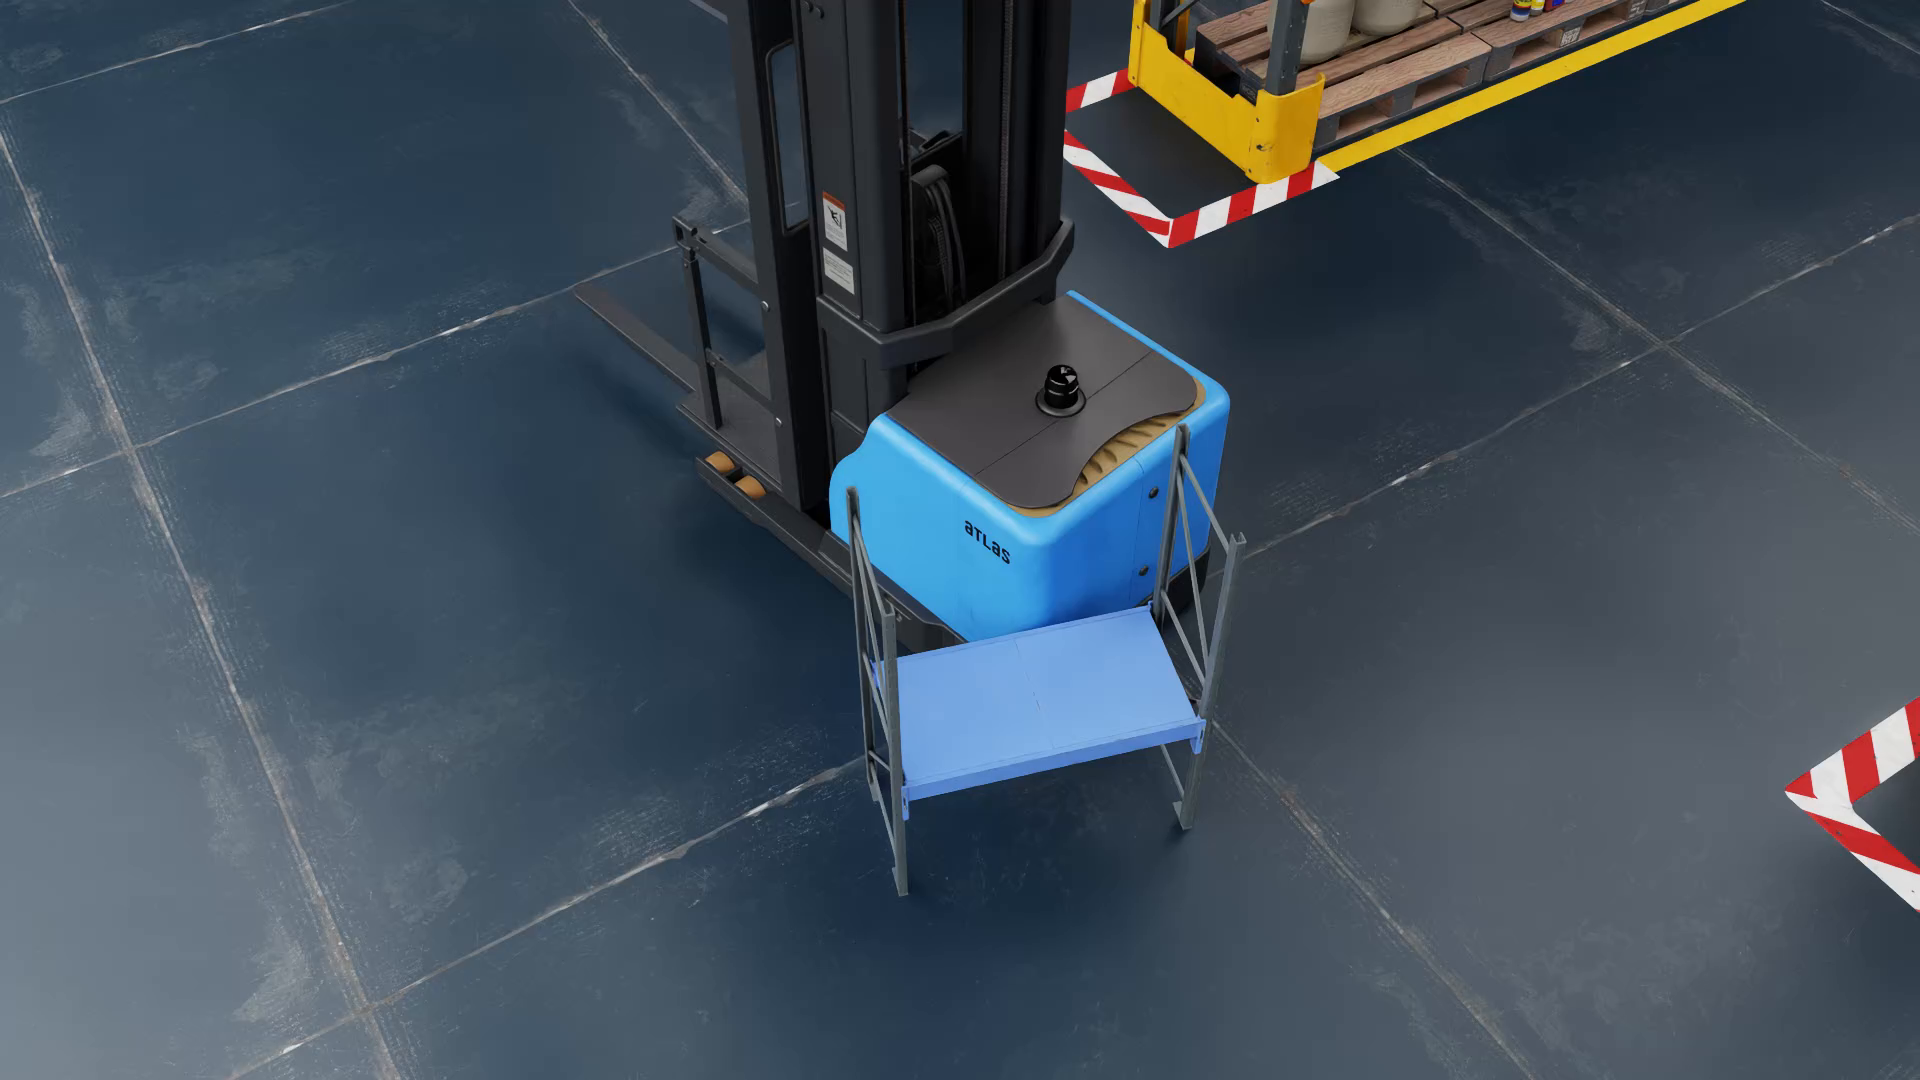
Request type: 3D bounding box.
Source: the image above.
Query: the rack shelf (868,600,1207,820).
[{"bbox_3d":[0.237,0.546,5.446,1.000,0.185,0.538,-11,49,-10],"label":"rack shelf"}]

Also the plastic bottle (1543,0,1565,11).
[{"bbox_3d":[3.191,-2.973,8.858,0.133,0.283,0.061,-24,53,-20],"label":"plastic bottle"}]

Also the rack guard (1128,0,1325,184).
[{"bbox_3d":[1.329,-2.354,8.457,0.348,0.500,1.175,-25,53,-21],"label":"rack guard"}]

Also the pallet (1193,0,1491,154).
[{"bbox_3d":[2.019,-2.578,8.850,1.213,0.211,1.003,-25,53,-21],"label":"pallet"}]

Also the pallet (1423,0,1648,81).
[{"bbox_3d":[3.050,-3.061,9.280,1.213,0.211,1.003,-25,53,-21],"label":"pallet"}]

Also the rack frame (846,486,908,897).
[{"bbox_3d":[-0.254,0.524,5.225,0.032,1.500,0.500,-11,49,-10],"label":"rack frame"}]

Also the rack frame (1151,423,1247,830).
[{"bbox_3d":[0.729,0.329,5.398,0.032,1.500,0.500,-11,49,-10],"label":"rack frame"}]

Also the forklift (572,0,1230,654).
[{"bbox_3d":[-0.436,-1.311,5.900,1.130,2.935,3.031,-36,57,-28],"label":"forklift"}]

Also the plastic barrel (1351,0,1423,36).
[{"bbox_3d":[2.230,-2.948,8.697,0.421,0.512,0.421,0,48,0],"label":"plastic barrel"}]

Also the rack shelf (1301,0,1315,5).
[{"bbox_3d":[2.981,-3.683,8.448,4.000,0.370,1.077,-25,53,-21],"label":"rack shelf"}]

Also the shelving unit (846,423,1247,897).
[{"bbox_3d":[0.237,0.426,5.311,1.048,1.500,0.538,-11,49,-10],"label":"shelving unit"}]

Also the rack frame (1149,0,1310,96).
[{"bbox_3d":[1.290,-3.125,7.470,0.127,3.000,1.000,-25,53,-21],"label":"rack frame"}]

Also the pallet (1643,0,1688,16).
[{"bbox_3d":[4.083,-3.550,9.716,1.213,0.211,1.003,-25,53,-21],"label":"pallet"}]

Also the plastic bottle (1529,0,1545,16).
[{"bbox_3d":[3.077,-2.908,8.856,0.097,0.201,0.097,0,48,0],"label":"plastic bottle"}]

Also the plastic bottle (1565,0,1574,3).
[{"bbox_3d":[3.279,-3.026,8.914,0.097,0.271,0.097,0,48,0],"label":"plastic bottle"}]

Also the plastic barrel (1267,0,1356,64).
[{"bbox_3d":[1.806,-2.748,8.519,0.421,0.512,0.421,0,48,0],"label":"plastic barrel"}]

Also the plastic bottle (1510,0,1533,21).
[{"bbox_3d":[2.990,-2.890,8.793,0.097,0.271,0.097,0,48,0],"label":"plastic bottle"}]
